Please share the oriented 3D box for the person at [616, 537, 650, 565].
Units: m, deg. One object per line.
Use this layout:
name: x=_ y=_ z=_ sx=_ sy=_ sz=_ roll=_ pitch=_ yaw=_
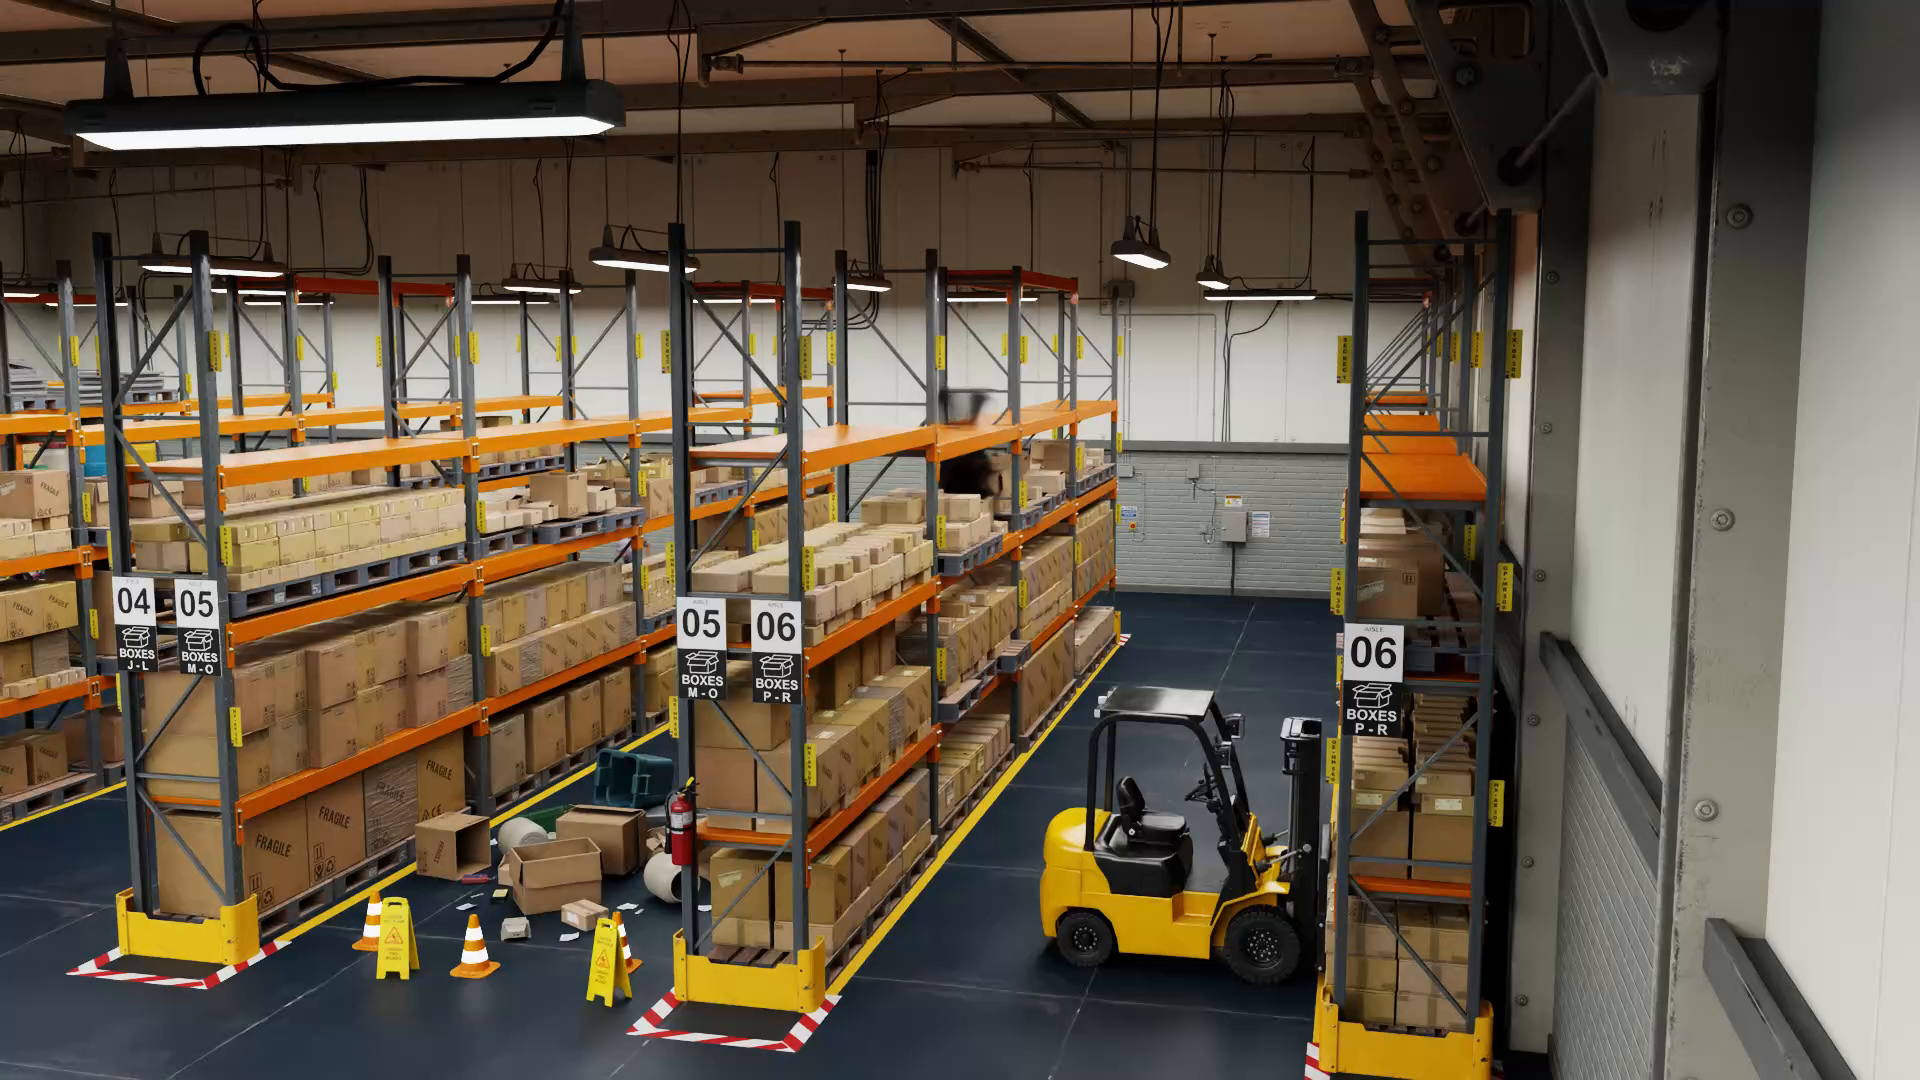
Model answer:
person: x=-6.147 y=0.547 z=31.279 sx=0.566 sy=1.694 sz=0.842 roll=0 pitch=7 yaw=2
